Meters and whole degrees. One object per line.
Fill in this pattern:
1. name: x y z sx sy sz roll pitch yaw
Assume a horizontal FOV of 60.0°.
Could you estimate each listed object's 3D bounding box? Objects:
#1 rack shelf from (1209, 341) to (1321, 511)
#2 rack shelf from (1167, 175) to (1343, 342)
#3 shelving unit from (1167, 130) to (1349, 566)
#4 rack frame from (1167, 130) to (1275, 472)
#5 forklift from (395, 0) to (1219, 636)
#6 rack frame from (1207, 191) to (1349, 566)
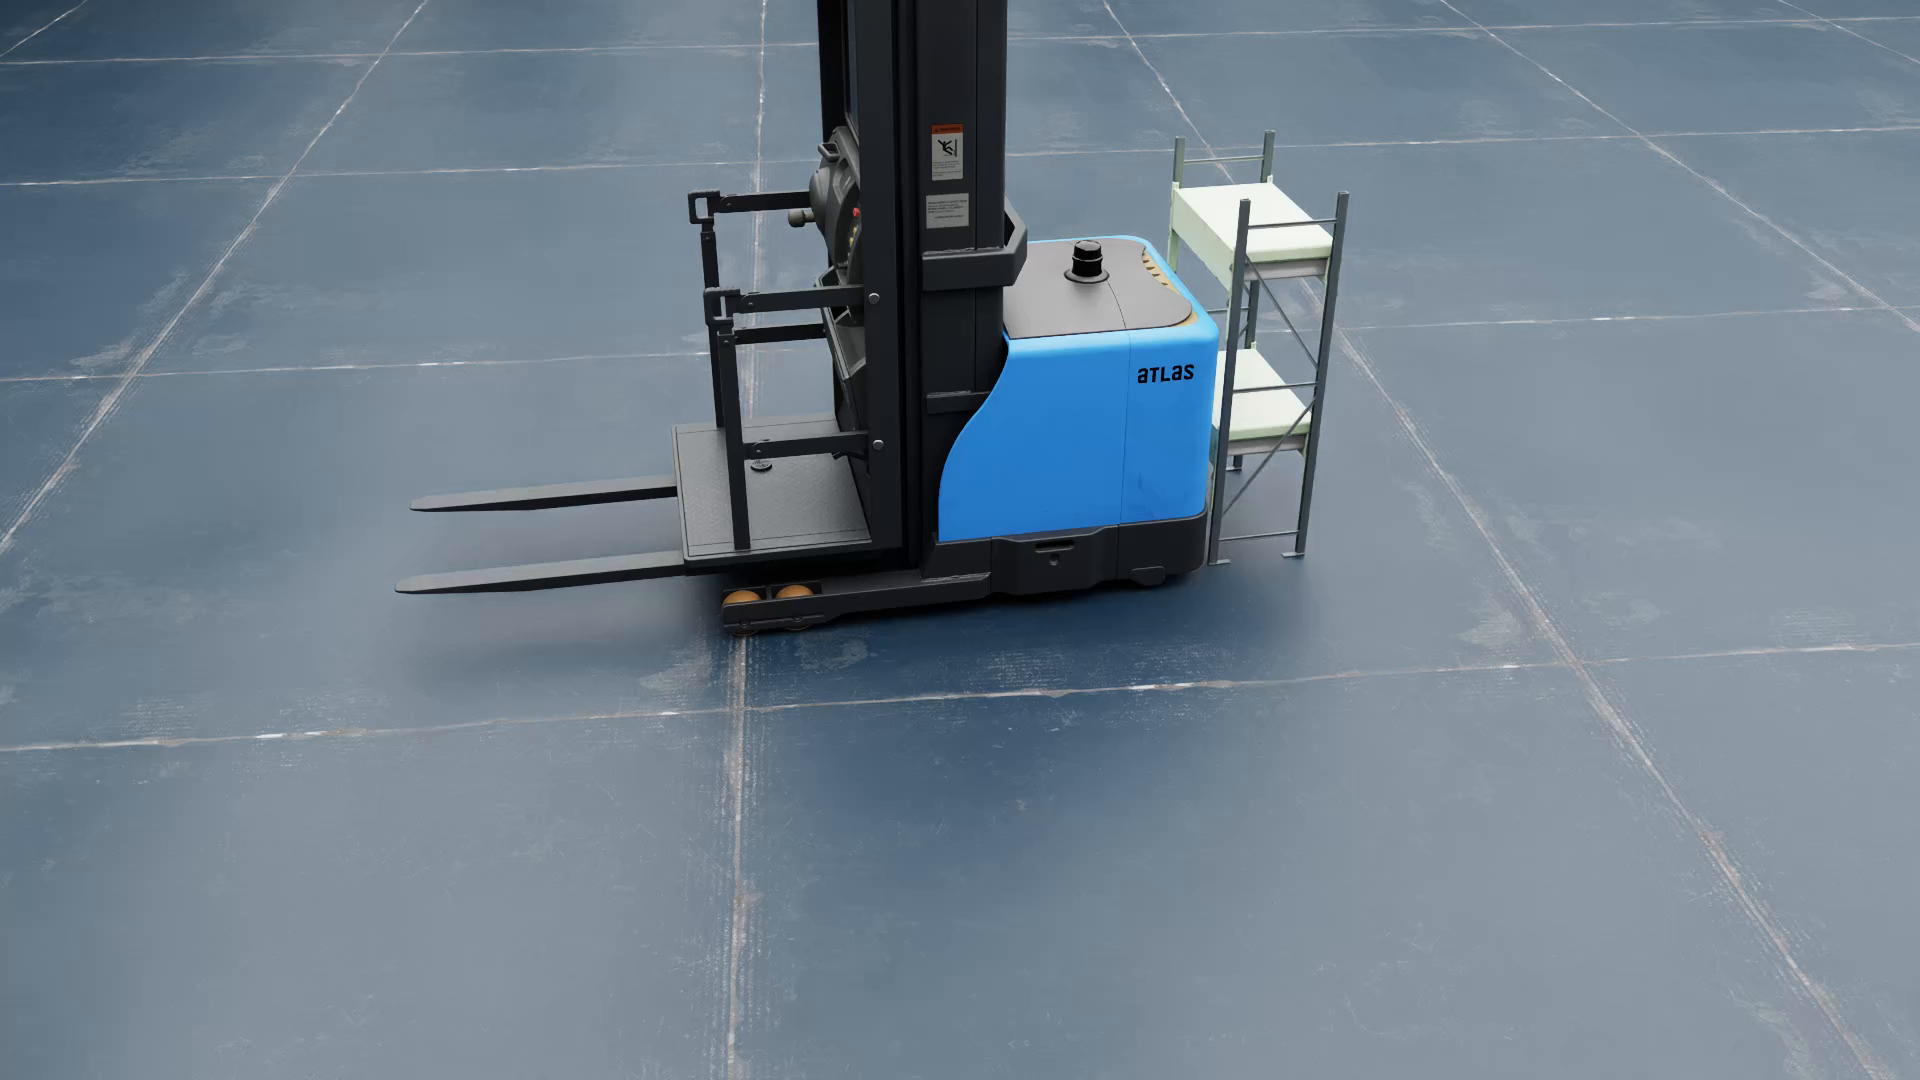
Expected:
1. rack shelf: 1.106 -0.471 6.712 0.431 0.370 0.720 -6 31 -10
2. rack shelf: 1.106 -1.086 6.344 0.431 0.370 0.720 -6 31 -10
3. shelving unit: 1.106 -0.751 6.544 0.431 1.500 0.755 -6 31 -10
4. rack frame: 1.033 -0.935 6.852 0.400 1.500 0.023 -6 31 -10
5. forklift: -0.619 -1.197 5.896 3.031 2.935 1.130 -6 31 -9
6. rack frame: 1.179 -0.567 6.237 0.400 1.500 0.023 -6 31 -10
